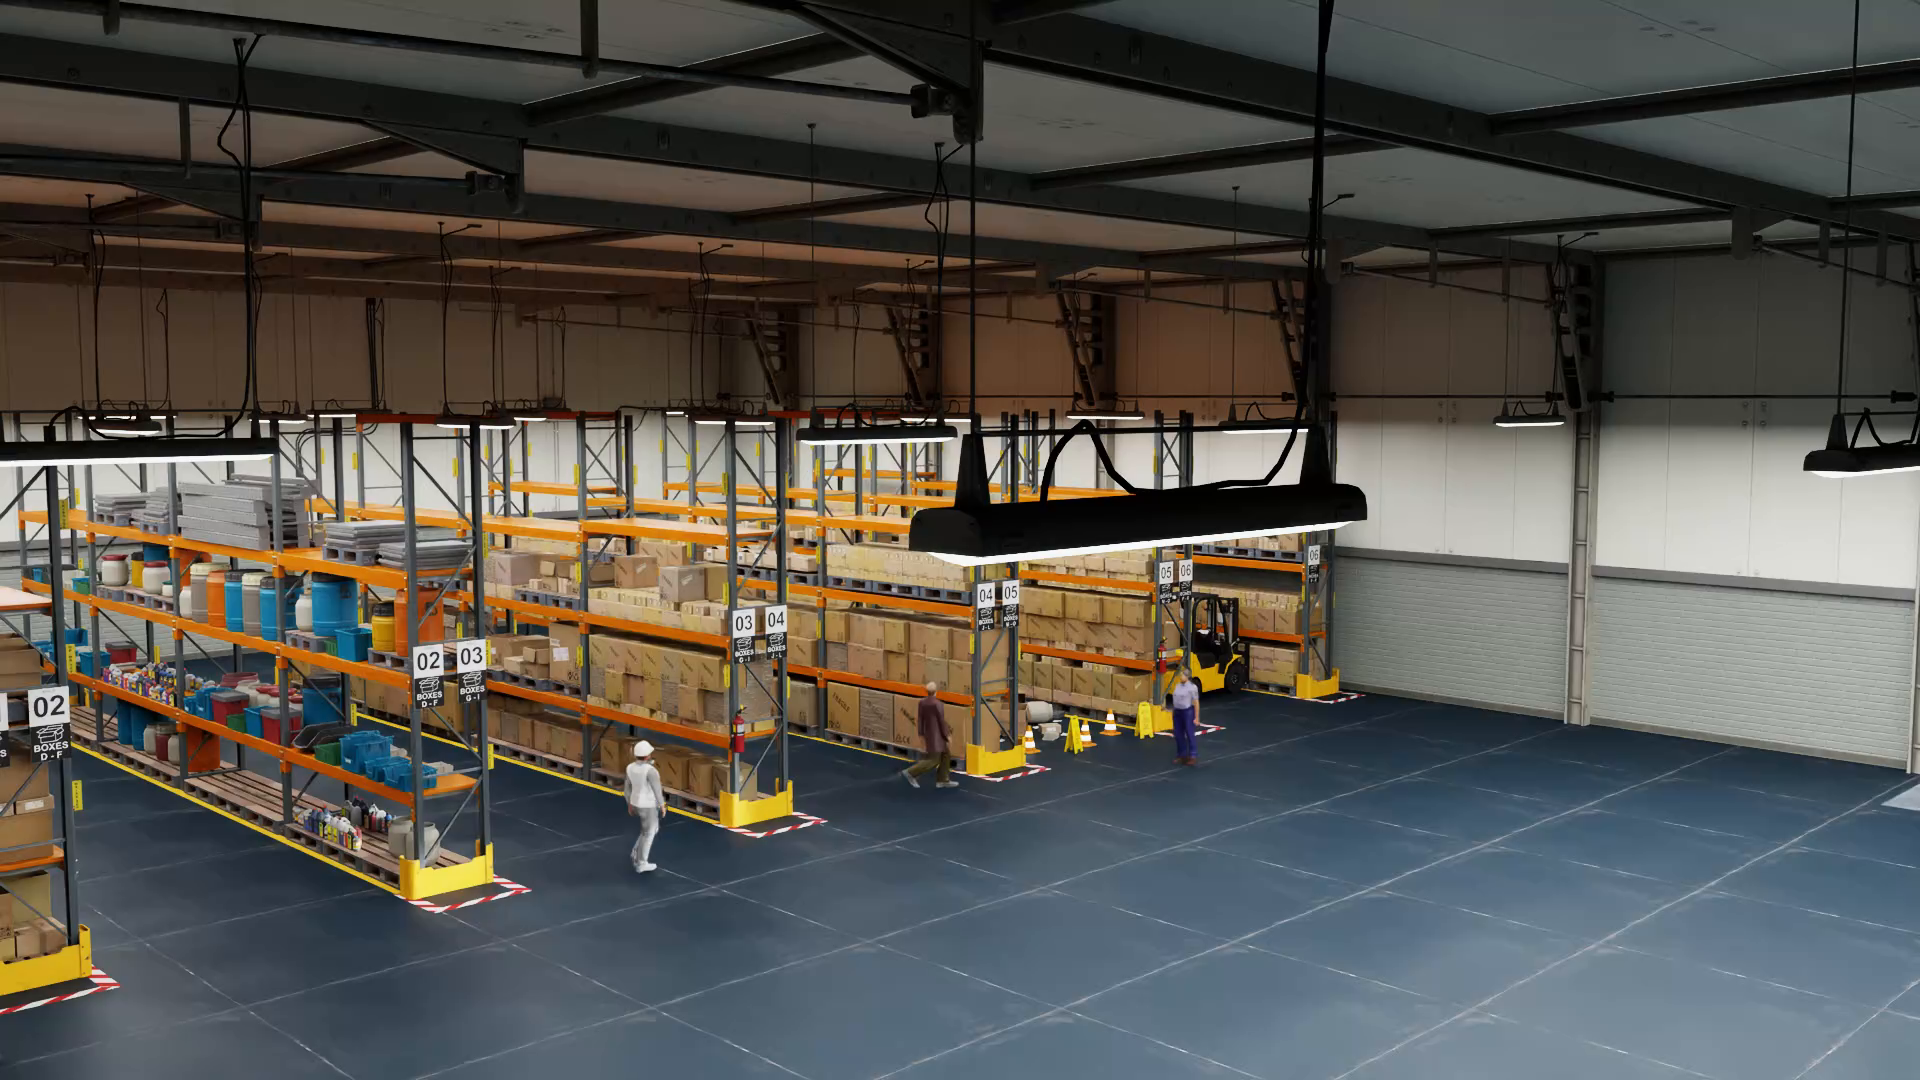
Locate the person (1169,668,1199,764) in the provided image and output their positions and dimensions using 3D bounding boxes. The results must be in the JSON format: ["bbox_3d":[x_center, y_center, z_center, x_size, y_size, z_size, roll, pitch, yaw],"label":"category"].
[{"bbox_3d":[3.868,3.050,28.595,0.603,1.674,0.390,4,7,41],"label":"person"}]

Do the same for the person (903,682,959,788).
[{"bbox_3d":[-0.469,3.133,26.666,0.917,1.731,0.523,0,5,-5],"label":"person"}]

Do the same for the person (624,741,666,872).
[{"bbox_3d":[-4.145,3.521,22.057,0.497,1.764,0.532,-4,6,-37],"label":"person"}]
